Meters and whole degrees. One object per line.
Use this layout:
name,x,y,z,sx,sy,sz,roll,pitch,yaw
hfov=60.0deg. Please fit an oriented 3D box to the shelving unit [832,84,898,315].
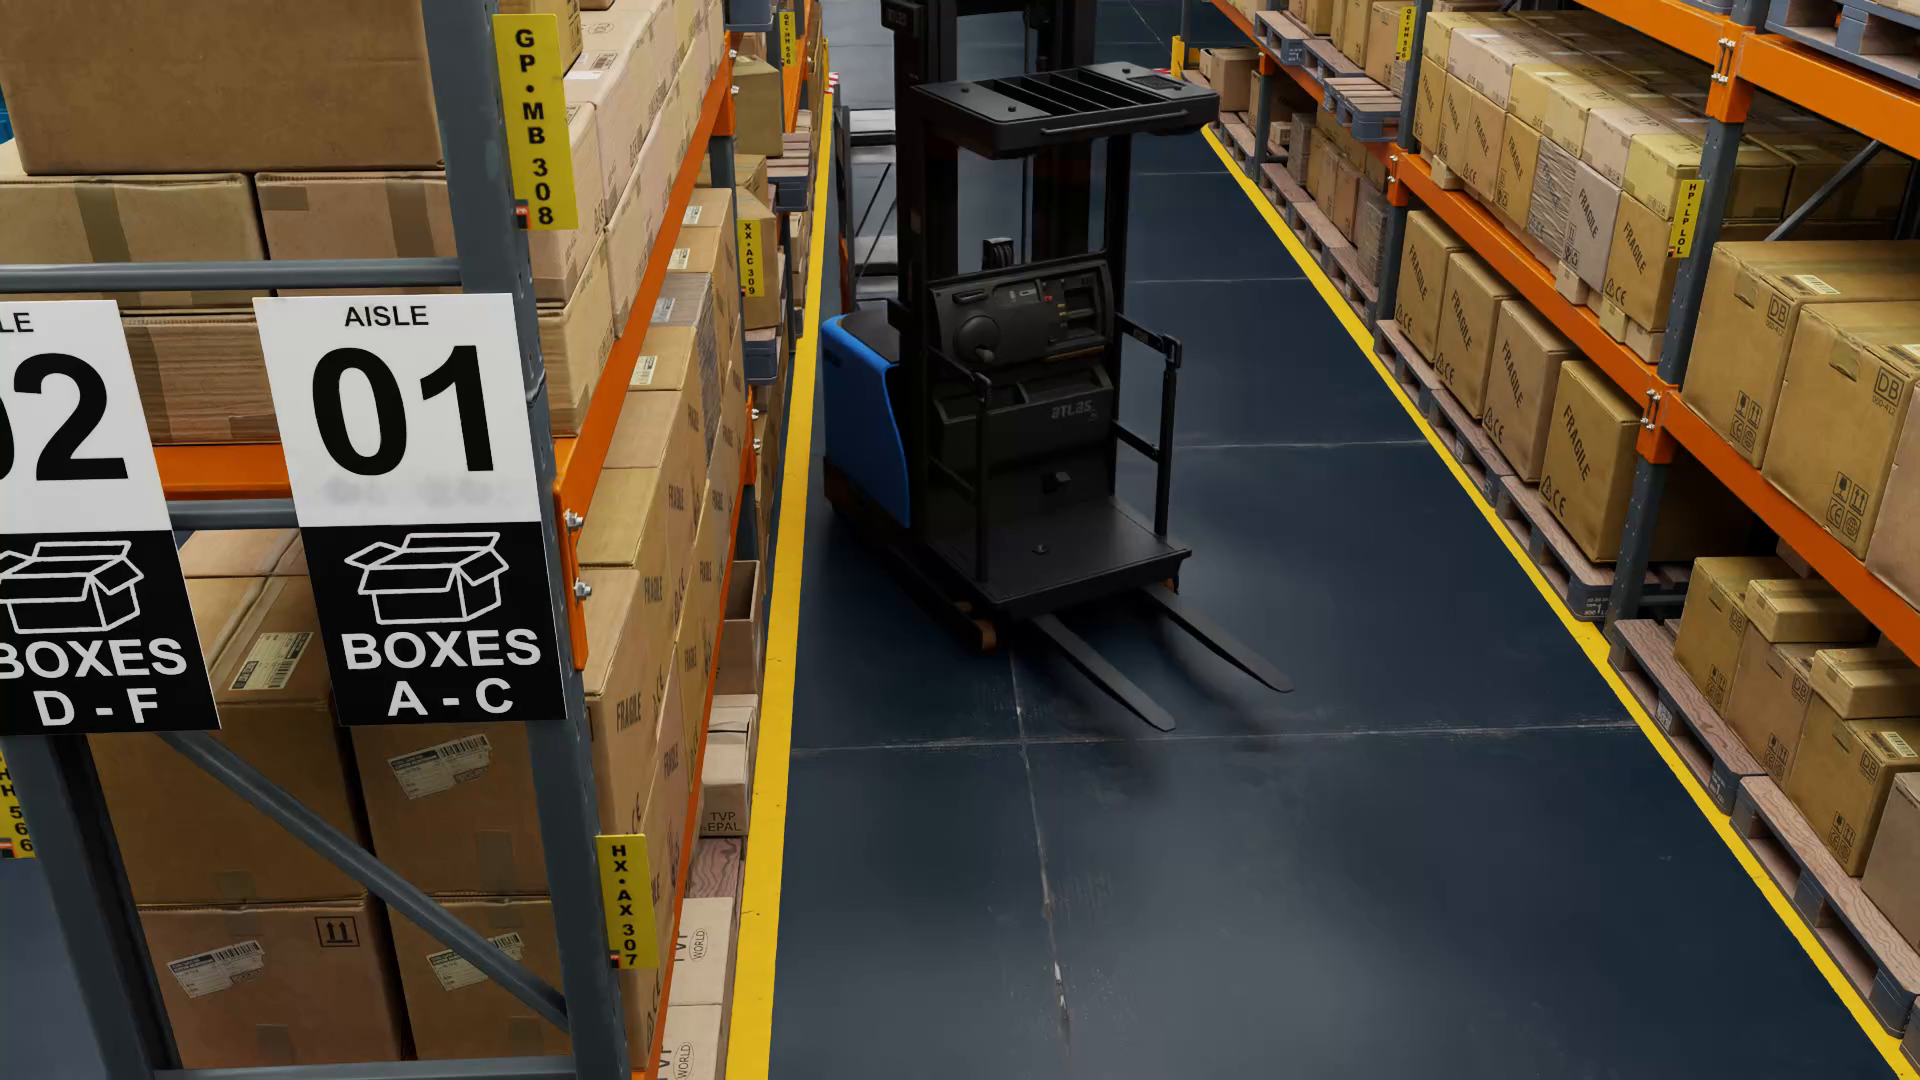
shelving unit,-0.433,-1.401,9.163,0.431,2.100,0.503,-4,28,-8

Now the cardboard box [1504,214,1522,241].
cardboard box,3.218,-1.747,9.106,0.380,0.149,0.250,-1,28,-2

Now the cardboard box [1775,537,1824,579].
cardboard box,3.677,0.043,6.972,0.380,0.149,0.250,-2,28,-3

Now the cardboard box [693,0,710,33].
cardboard box,-1.077,-1.783,5.302,0.500,0.250,0.500,-1,28,-3

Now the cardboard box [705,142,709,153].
cardboard box,-1.551,-1.791,8.379,0.700,0.500,0.500,-8,29,-16

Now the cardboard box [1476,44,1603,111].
cardboard box,3.166,-2.538,9.110,0.500,0.250,0.500,-1,28,-2

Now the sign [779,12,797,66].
sign,-1.064,-3.090,10.264,0.100,0.325,0.005,-1,28,-3

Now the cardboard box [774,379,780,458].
cardboard box,-1.262,-0.773,9.216,0.500,0.500,0.500,-2,28,-5

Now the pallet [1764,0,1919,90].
pallet,3.582,-1.780,5.772,1.003,0.211,1.213,-1,28,-3

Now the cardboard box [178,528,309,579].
cardboard box,-1.513,0.181,3.970,0.500,0.500,0.500,-1,28,-1

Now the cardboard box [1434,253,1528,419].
cardboard box,3.288,-1.201,9.679,0.750,0.750,0.750,-2,28,-3

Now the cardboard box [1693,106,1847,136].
cardboard box,3.752,-1.846,7.783,0.500,0.250,0.500,-1,28,-2

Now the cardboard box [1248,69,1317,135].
cardboard box,3.038,-4.127,15.647,0.500,0.500,0.500,-3,28,-7

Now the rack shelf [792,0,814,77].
rack shelf,-1.919,-5.046,15.959,1.077,0.370,4.000,-1,28,-3

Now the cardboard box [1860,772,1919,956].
cardboard box,3.569,1.117,5.613,0.700,0.500,0.500,-2,28,-4

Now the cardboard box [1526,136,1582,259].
cardboard box,3.220,-1.728,8.367,0.500,0.500,0.500,-1,28,-3

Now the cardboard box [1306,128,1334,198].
cardboard box,3.264,-3.072,13.624,0.700,0.500,0.500,-2,28,-4

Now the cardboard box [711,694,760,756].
cardboard box,-1.004,0.750,6.675,0.380,0.149,0.250,-1,28,-3

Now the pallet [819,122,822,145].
pallet,-1.881,-4.138,16.455,1.003,0.211,1.213,-1,28,-3

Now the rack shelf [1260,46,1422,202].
rack shelf,3.237,-3.320,12.649,1.077,0.370,4.000,-1,28,-3

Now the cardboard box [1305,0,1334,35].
cardboard box,3.147,-4.308,13.182,0.700,0.500,0.500,1,28,3

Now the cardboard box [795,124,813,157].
cardboard box,-1.474,-3.237,13.625,0.500,0.311,0.500,-1,28,-1

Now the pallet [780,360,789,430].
pallet,-1.604,-1.012,10.462,1.003,0.211,1.213,-1,28,-3

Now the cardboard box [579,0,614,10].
cardboard box,-1.239,-1.648,4.234,0.700,0.500,0.500,-1,28,-3

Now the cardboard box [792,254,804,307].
cardboard box,-1.340,-1.810,11.496,0.500,0.250,0.500,-1,28,-3

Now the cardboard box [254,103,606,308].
cardboard box,-0.955,-0.628,3.088,0.500,0.250,0.500,-1,28,-3

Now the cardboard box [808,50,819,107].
cardboard box,-1.560,-4.193,15.254,0.500,0.500,0.500,-1,28,-3

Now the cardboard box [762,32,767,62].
cardboard box,-1.763,-3.887,12.851,0.500,0.500,0.500,1,28,1

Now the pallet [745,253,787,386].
pallet,-1.330,-1.033,7.695,1.003,0.211,1.213,-1,28,-3

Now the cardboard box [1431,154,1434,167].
cardboard box,3.131,-2.338,10.240,0.380,0.149,0.250,-1,28,-2

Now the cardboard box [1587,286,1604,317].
cardboard box,3.244,-1.151,7.964,0.380,0.149,0.250,-1,28,-1

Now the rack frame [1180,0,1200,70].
rack frame,2.923,-6.410,17.796,1.000,3.000,0.127,-1,28,-3

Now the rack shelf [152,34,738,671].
rack shelf,-1.292,-0.834,4.640,1.077,0.370,4.000,-1,28,-3

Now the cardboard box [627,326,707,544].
cardboard box,-1.031,-0.305,4.902,0.500,0.500,0.500,-2,28,-3

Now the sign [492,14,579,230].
sign,-0.646,-0.630,2.525,0.100,0.325,0.005,-1,28,-3

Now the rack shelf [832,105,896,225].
rack shelf,-0.436,-2.009,8.845,0.431,0.518,0.480,-4,28,-8

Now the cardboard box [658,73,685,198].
cardboard box,-1.034,-1.099,4.532,0.500,0.250,0.500,-1,28,-3

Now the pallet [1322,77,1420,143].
pallet,3.197,-2.957,11.383,1.213,0.211,1.003,-1,28,-3

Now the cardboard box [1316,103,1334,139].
cardboard box,3.214,-3.439,13.516,0.500,0.250,0.500,-2,28,-4

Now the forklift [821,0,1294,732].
forklift,0.406,-1.011,7.518,1.130,2.935,3.031,-14,31,-25

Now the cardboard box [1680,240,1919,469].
cardboard box,3.562,-0.750,6.620,0.980,0.700,0.700,-1,28,-2

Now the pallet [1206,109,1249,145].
pallet,2.995,-4.200,16.575,1.003,0.211,1.213,-1,28,-3

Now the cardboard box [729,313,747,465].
cardboard box,-1.114,-0.566,6.484,0.500,0.500,0.500,-1,28,-2

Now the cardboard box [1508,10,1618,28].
cardboard box,3.624,-3.030,10.053,0.500,0.250,0.500,-1,28,-1

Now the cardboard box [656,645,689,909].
cardboard box,-0.980,0.607,4.235,0.500,0.500,0.500,-2,28,-3

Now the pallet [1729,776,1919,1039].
pallet,3.578,1.286,6.055,1.003,0.211,1.213,-1,28,-3

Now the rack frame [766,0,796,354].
rack frame,-1.606,-2.594,10.479,1.000,3.000,0.127,-1,28,-3

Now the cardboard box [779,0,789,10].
cardboard box,-1.844,-4.690,14.391,0.700,0.500,0.500,-2,28,-4
